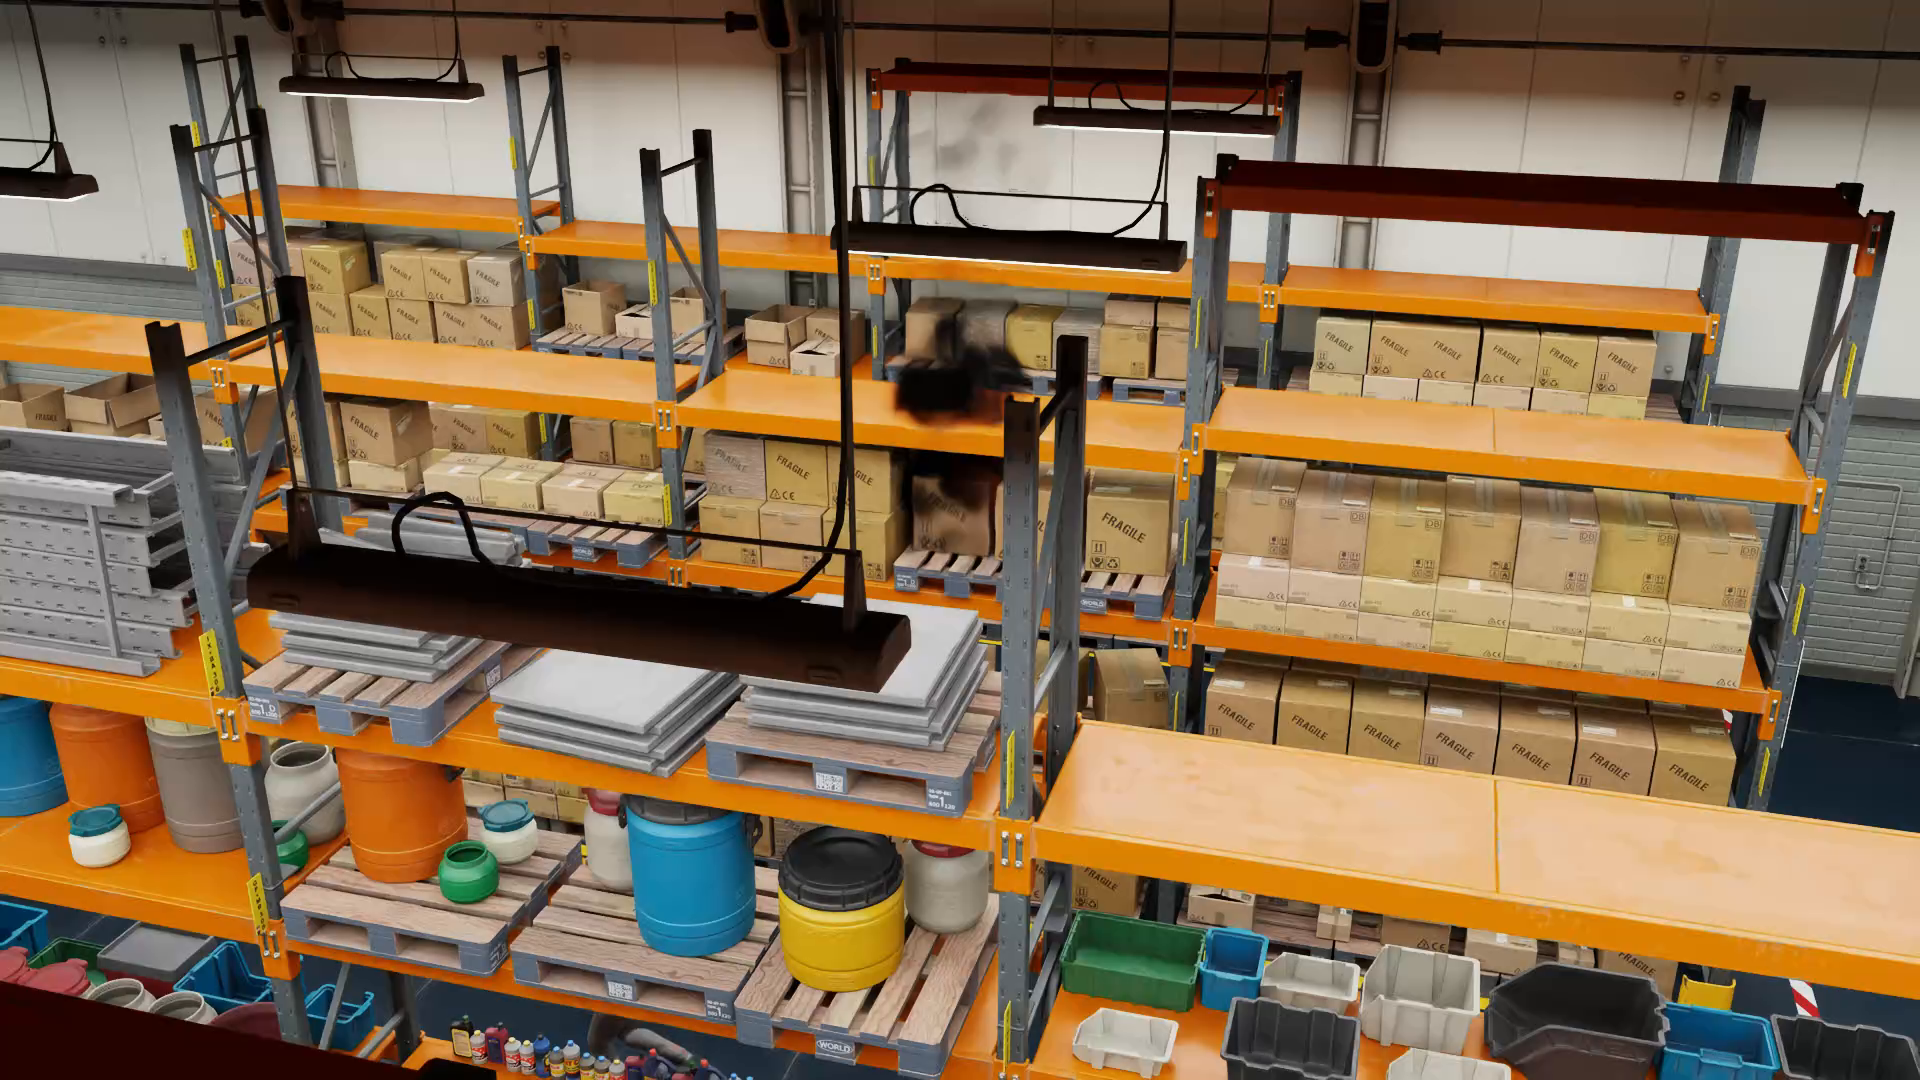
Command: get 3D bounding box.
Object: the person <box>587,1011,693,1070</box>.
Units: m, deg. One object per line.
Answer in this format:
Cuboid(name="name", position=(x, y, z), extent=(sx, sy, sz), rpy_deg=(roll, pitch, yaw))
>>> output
Cuboid(name="person", position=(-2.235, 3.092, 11.195), extent=(0.791, 1.687, 0.578), rpy_deg=(6, 23, 13))
